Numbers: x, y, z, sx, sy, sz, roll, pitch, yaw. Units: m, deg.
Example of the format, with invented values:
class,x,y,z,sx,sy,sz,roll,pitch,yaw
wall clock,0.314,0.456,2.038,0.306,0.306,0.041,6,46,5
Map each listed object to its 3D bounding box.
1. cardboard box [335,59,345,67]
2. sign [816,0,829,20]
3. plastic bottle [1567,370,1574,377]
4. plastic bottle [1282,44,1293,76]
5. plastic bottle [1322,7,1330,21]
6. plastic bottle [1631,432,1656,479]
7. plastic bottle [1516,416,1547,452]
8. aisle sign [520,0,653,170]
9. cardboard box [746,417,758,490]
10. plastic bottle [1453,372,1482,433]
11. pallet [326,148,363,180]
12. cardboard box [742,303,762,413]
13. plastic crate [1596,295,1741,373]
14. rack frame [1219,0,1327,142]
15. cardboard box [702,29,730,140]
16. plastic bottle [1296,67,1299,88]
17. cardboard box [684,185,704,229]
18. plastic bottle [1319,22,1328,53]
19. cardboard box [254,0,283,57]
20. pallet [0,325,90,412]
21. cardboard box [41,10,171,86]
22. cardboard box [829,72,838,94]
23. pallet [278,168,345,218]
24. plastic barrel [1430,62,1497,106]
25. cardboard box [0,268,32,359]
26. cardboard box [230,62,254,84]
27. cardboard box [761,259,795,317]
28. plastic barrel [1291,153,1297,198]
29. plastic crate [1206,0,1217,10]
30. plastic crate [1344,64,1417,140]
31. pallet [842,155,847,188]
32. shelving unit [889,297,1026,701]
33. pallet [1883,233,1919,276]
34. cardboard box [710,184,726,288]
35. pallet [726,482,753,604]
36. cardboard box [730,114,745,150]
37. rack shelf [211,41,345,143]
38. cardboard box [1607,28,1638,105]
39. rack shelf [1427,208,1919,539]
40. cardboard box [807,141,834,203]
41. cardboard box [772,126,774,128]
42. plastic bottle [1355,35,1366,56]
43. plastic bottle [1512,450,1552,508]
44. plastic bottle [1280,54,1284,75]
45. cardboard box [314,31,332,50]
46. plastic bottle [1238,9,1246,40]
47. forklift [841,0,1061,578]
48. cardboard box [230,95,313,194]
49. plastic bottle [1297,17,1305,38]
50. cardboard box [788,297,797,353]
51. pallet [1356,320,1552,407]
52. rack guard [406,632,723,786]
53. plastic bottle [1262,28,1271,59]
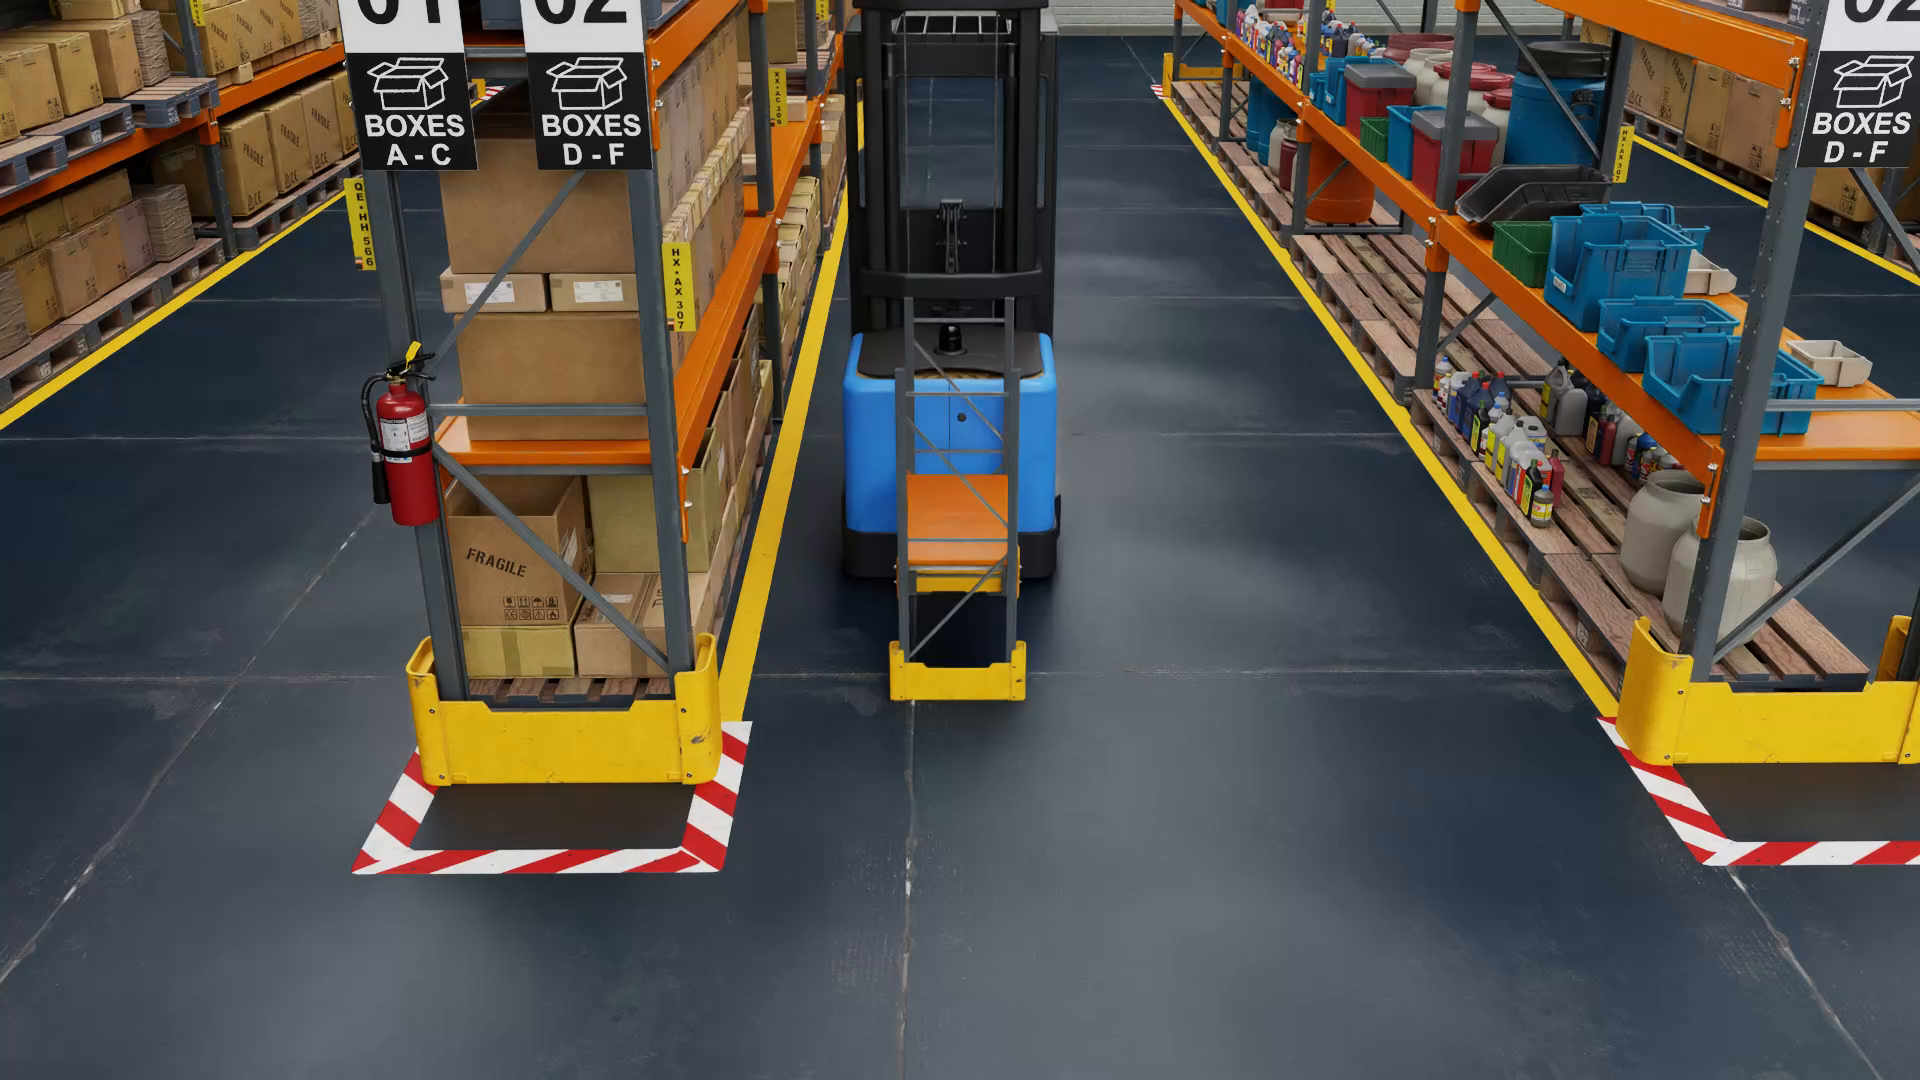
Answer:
class,x,y,z,sx,sy,sz,roll,pitch,yaw
cardboard box,-6.762,-5.319,18.606,0.380,0.149,0.250,-1,24,-2
sign,-1.096,-4.304,13.221,0.100,0.325,0.005,0,24,-1
plastic bottle,3.661,-0.922,10.011,0.097,0.201,0.097,0,24,0
plastic bottle,2.881,-4.202,14.558,0.097,0.271,0.097,0,24,0
plastic bottle,3.596,-5.042,16.317,0.144,0.351,0.185,0,24,-1
plastic bottle,3.674,-0.468,8.923,0.097,0.271,0.097,0,24,0
plastic bottle,3.094,-0.528,9.049,0.152,0.276,0.135,0,24,-1
aisle sign,-1.257,-1.635,5.570,0.394,0.787,0.004,0,24,-1
cardboard box,-1.368,-0.461,8.955,0.500,0.250,0.500,0,24,-1
plastic bottle,2.940,-0.804,9.568,0.144,0.351,0.185,0,24,1
pallet,-6.564,-3.809,16.915,1.003,0.211,1.213,0,24,-1
cardboard box,-1.390,-1.008,9.256,0.500,0.500,0.500,0,24,-1
plastic crate,3.083,-0.901,7.284,0.499,0.251,0.408,0,24,-1
rack frame,3.258,-5.441,17.141,1.000,3.000,0.127,0,24,-1
cardboard box,-1.589,-2.370,8.654,0.700,0.500,0.500,0,24,-1
plastic bottle,2.888,-3.915,14.007,0.097,0.201,0.097,0,24,0
cardboard box,-1.369,-1.510,7.541,0.380,0.149,0.250,-1,24,-1
plastic bottle,3.472,-4.800,15.879,0.097,0.271,0.097,0,24,0
cardboard box,-6.354,-4.560,14.687,0.500,0.500,0.500,0,24,-1
pallet,-6.571,-1.151,11.038,1.003,0.211,1.213,0,24,-1
cardboard box,-6.589,-3.801,12.859,0.700,0.500,0.500,-3,25,-7
cardboard box,-1.720,-5.258,19.231,0.797,0.503,0.637,0,24,-1
pallet,-6.548,-3.305,15.801,1.003,0.211,1.213,0,24,-1
plastic barrel,3.542,-3.083,11.761,0.433,0.535,0.433,0,24,0
cardboard box,-6.585,-1.465,10.849,0.700,0.500,0.500,1,24,1
cardboard box,-6.289,-3.994,14.221,0.380,0.149,0.250,0,24,1
cardboard box,-1.363,-1.696,11.006,0.500,0.311,0.500,-1,24,-1
plastic barrel,3.184,-3.285,14.882,0.421,0.512,0.421,0,24,0
plastic crate,2.939,-6.065,18.767,0.293,0.136,0.466,0,24,-1
plastic crate,3.014,-3.155,12.008,0.402,0.464,0.583,0,24,-1
pallet,-1.648,-3.815,16.929,1.003,0.211,1.213,0,24,-1
shelving unit,-0.007,-0.209,7.391,0.587,1.500,1.083,0,24,0
pallet,8.262,-2.223,13.409,1.003,0.211,1.213,0,24,-1
cardboard box,-1.582,-1.563,8.444,0.700,0.500,0.500,0,24,0
pallet,-1.624,-0.022,8.542,1.003,0.211,1.213,0,24,-1
cardboard box,-1.389,-2.252,9.181,0.380,0.149,0.250,-1,24,-2
rack shelf,-6.626,-4.245,15.369,1.077,0.370,4.000,0,24,-1
cardboard box,8.264,-5.697,19.775,0.875,0.875,0.875,0,24,-1
rack shelf,3.368,-0.993,8.179,1.077,0.370,4.000,0,24,-1
cardboard box,-1.382,-3.239,14.770,0.500,0.500,0.500,-1,24,-2
cardboard box,-1.581,-3.133,12.341,0.380,0.149,0.250,2,24,3
plastic bottle,3.634,-4.438,15.079,0.097,0.271,0.097,0,24,0
plastic bottle,2.956,-0.315,8.578,0.152,0.276,0.135,0,24,0
plastic bottle,2.880,-4.211,14.661,0.097,0.201,0.097,0,24,0
cardboard box,-6.315,-4.834,16.079,0.380,0.149,0.250,0,24,-1
plastic bottle,2.837,-5.180,16.705,0.061,0.283,0.133,0,24,-1
forklift,-0.041,-1.709,8.971,1.130,2.935,3.031,0,24,0
cardboard box,-6.484,-3.625,15.224,0.750,0.750,0.750,0,24,-1
plastic bottle,3.462,-5.182,16.808,0.097,0.201,0.097,0,24,0
cardboard box,-1.368,-1.441,11.122,0.500,0.250,0.500,0,24,1
pallet,3.298,-1.198,11.142,1.003,0.211,1.213,0,24,-1
rack guard,-1.563,0.673,6.656,1.175,0.500,0.348,0,24,-1
plastic bottle,2.870,-4.625,15.493,0.097,0.271,0.097,0,24,0
